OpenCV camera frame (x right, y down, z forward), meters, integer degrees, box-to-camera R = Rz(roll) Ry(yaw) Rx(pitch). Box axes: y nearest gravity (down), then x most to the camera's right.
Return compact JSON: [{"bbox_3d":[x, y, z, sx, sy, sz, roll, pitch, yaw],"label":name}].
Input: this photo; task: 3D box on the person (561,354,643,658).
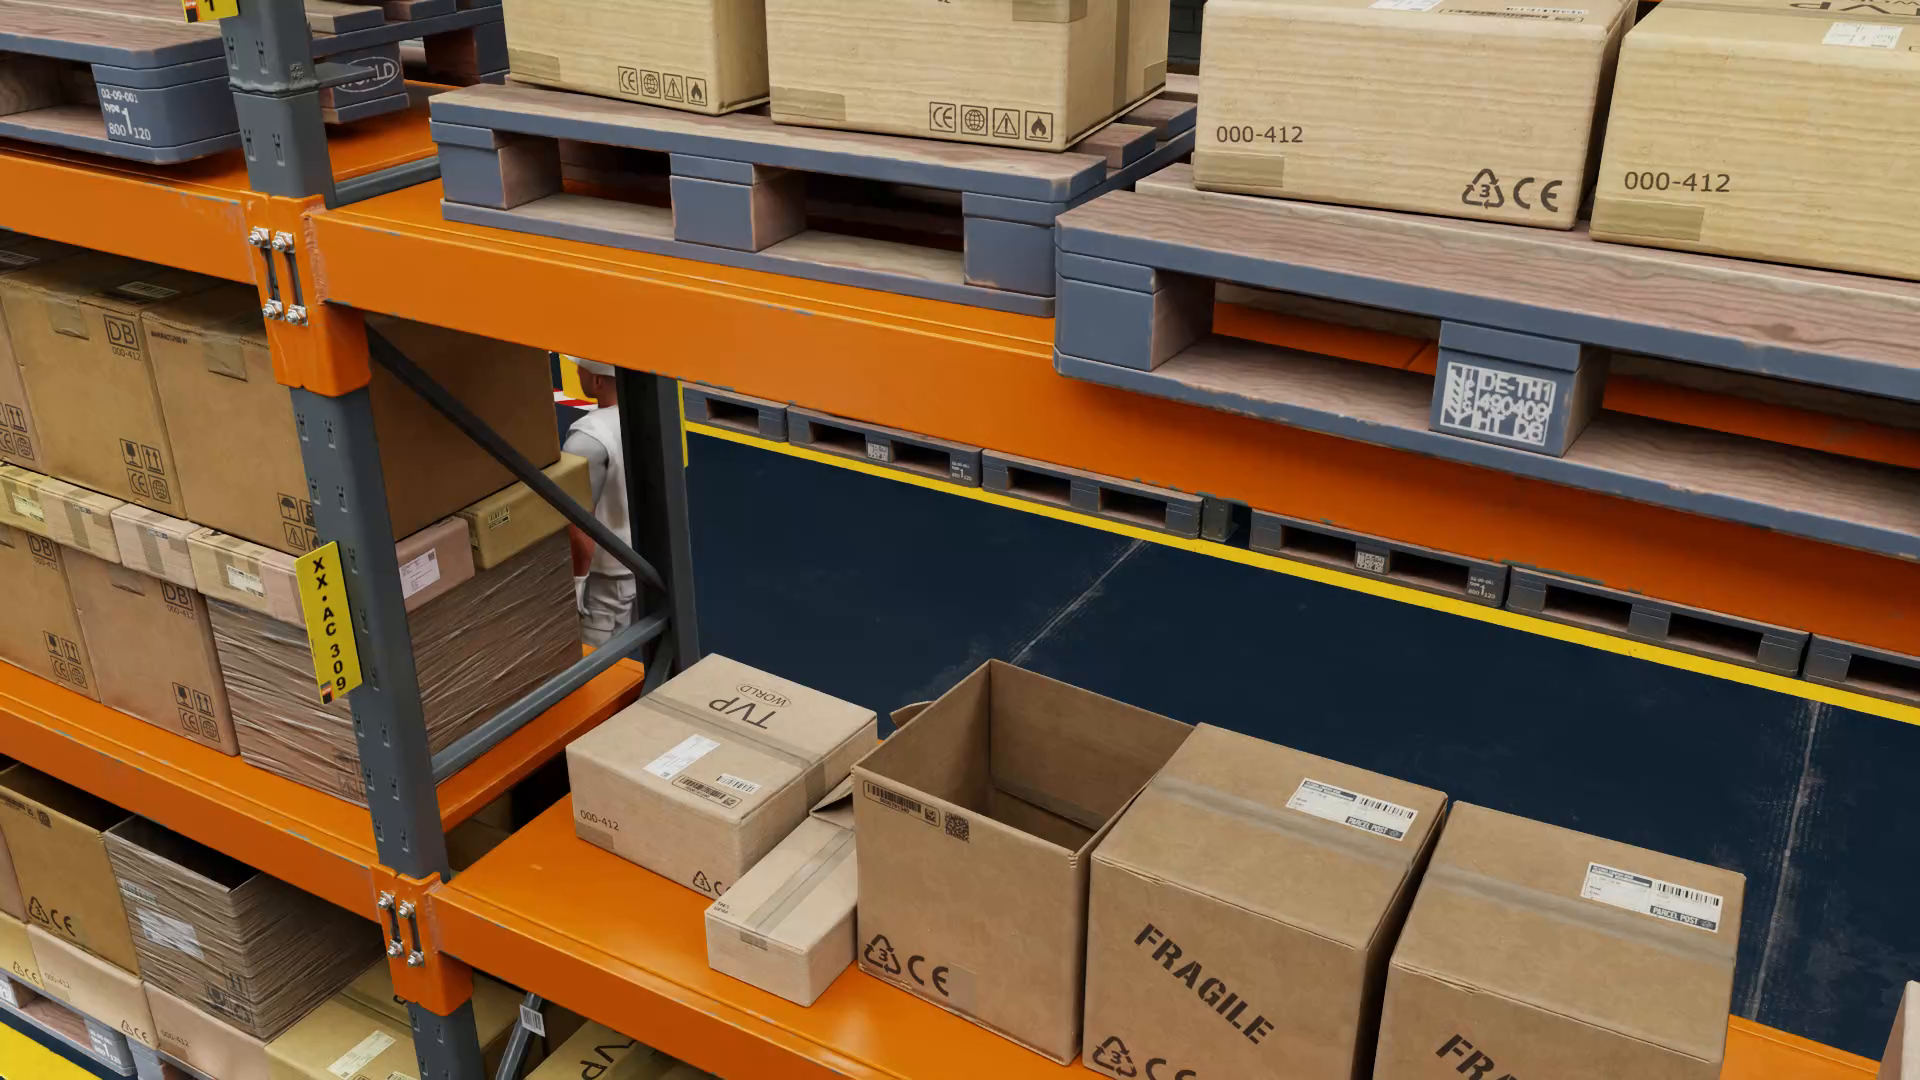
[{"bbox_3d":[-1.213,0.076,5.955,0.350,1.799,0.524,15,30,27],"label":"person"}]
